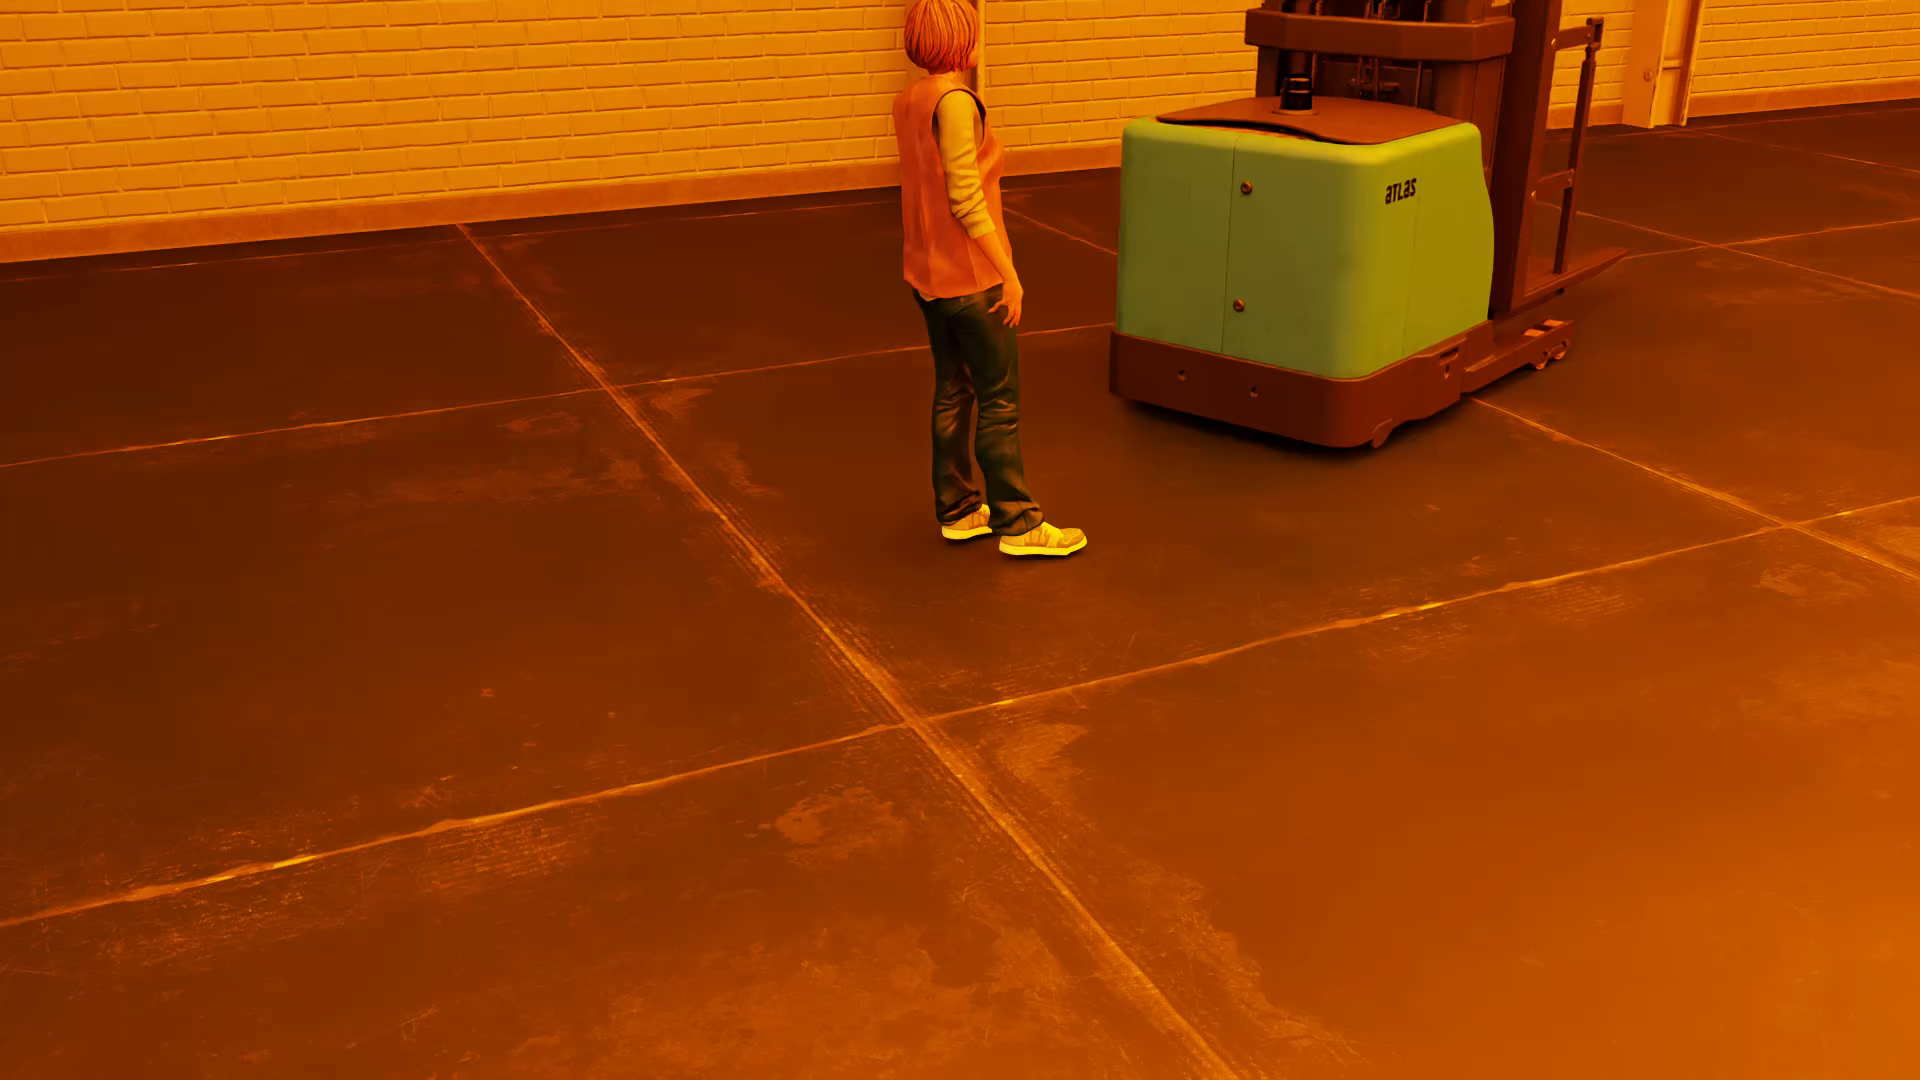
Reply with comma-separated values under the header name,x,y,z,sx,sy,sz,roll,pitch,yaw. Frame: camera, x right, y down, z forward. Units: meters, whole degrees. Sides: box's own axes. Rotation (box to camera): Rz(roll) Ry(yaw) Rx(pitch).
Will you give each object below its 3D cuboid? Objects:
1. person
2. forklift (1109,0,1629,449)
name,x,y,z,sx,sy,sz,roll,pitch,yaw
person,0.073,-0.751,4.814,0.476,1.597,0.520,-10,25,-23
forklift,1.903,-2.157,6.478,1.130,2.935,3.031,18,29,37
